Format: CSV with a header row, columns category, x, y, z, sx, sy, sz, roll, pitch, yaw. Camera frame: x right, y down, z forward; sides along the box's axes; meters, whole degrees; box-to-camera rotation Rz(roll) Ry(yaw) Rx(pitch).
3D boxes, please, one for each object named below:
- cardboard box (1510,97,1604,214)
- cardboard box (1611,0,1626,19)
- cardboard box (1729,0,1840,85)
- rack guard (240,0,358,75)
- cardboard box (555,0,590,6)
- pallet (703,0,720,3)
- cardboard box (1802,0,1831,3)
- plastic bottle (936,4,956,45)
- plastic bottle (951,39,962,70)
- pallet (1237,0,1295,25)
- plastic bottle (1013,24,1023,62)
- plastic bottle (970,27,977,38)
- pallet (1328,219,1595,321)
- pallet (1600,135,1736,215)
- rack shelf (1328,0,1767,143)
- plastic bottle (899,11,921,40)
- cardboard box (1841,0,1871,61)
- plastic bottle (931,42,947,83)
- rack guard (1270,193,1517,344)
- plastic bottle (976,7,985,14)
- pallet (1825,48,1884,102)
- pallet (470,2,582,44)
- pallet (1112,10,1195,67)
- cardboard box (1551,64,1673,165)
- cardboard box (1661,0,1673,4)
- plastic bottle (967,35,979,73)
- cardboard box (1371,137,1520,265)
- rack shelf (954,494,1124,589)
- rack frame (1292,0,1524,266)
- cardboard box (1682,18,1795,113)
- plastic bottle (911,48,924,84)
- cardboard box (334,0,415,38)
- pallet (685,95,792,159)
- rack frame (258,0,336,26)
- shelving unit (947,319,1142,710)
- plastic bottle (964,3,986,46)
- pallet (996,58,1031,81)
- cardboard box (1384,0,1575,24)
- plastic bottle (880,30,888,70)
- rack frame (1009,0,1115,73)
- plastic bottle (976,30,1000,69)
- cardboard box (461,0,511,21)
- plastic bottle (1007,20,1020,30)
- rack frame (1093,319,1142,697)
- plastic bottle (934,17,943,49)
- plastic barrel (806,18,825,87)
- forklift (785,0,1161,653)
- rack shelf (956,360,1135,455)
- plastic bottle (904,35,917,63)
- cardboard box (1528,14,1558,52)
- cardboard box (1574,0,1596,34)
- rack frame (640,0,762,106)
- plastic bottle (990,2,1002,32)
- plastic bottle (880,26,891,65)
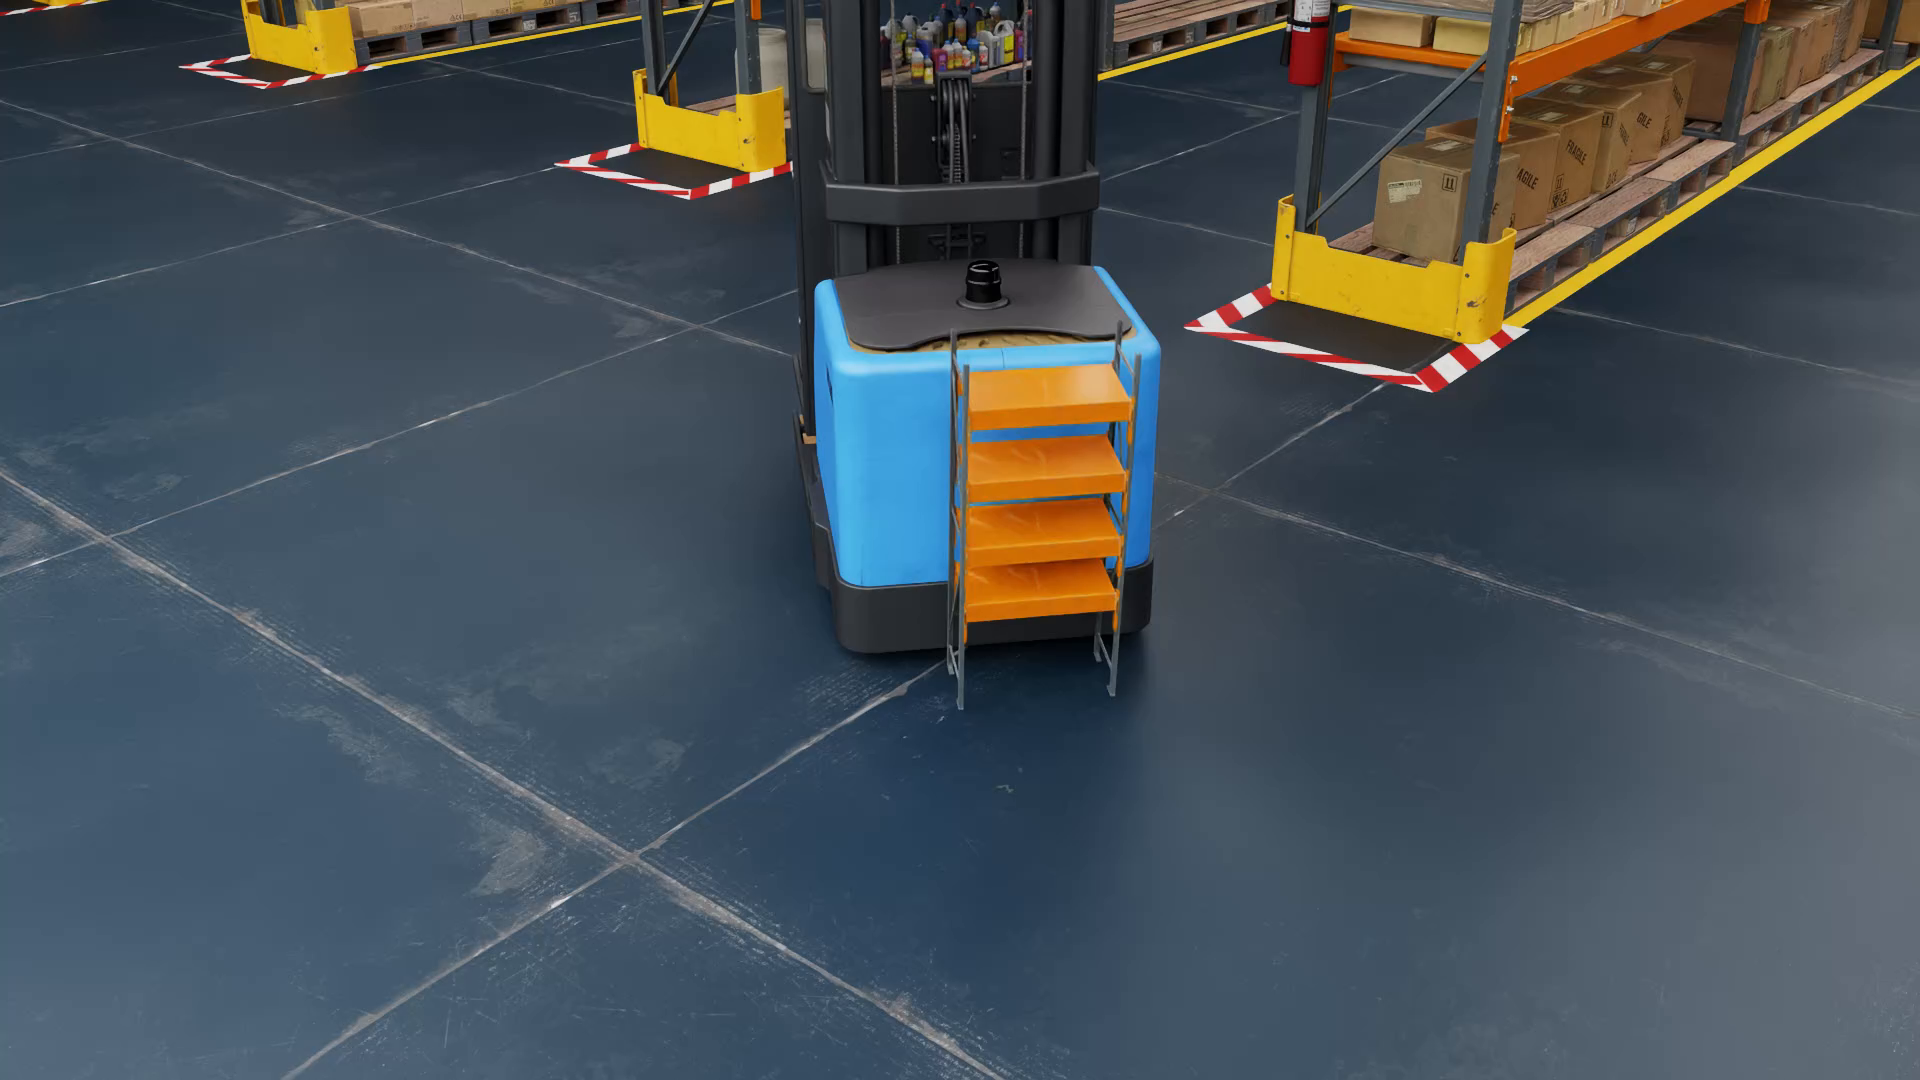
category,x,y,z,sx,sy,sz,roll,pitch,yaw
cardboard box,3.292,-2.208,9.516,0.500,0.500,0.500,25,36,39
cardboard box,3.271,-2.841,8.751,0.380,0.149,0.250,21,34,34
cardboard box,6.095,-3.751,12.478,0.700,0.500,0.500,24,36,38
rack guard,-5.541,-4.254,13.929,1.175,0.500,0.348,21,34,34
cardboard box,-3.740,-5.172,15.519,0.500,0.250,0.500,21,34,34
pallet,-2.543,-5.825,17.281,1.003,0.211,1.213,21,34,34
cardboard box,6.472,-4.294,12.711,0.500,0.250,0.500,-24,36,-38
plastic bottle,-0.116,-4.129,13.371,0.144,0.351,0.185,19,33,32
plastic bottle,-0.031,-3.616,12.466,0.097,0.271,0.097,0,27,0
pallet,2.860,-5.258,16.185,1.003,0.211,1.213,21,34,34
plastic bottle,0.457,-3.880,12.964,0.061,0.283,0.133,23,35,38
plastic bottle,0.134,-3.810,12.828,0.061,0.283,0.133,21,34,34
pallet,2.708,-1.542,9.002,1.003,0.211,1.213,21,34,34
pallet,4.260,-2.408,10.674,1.003,0.211,1.213,21,34,34
rack shelf,3.388,-2.866,9.308,1.077,0.370,4.000,21,34,34
plastic bottle,-0.386,-3.978,13.080,0.144,0.351,0.185,20,34,34
cardboard box,6.793,-4.155,13.258,0.700,0.500,0.500,19,33,32
plastic bottle,-0.154,-3.540,12.305,0.061,0.283,0.133,21,34,35
rack guard,2.164,-1.393,8.399,1.175,0.500,0.348,21,34,34
plastic bottle,0.113,-4.220,13.629,0.152,0.276,0.135,22,35,36
pallet,6.706,-3.798,13.361,1.003,0.211,1.213,21,34,34
pallet,-4.296,-4.848,15.392,1.003,0.211,1.213,21,34,34
pallet,1.308,-4.393,14.513,1.003,0.211,1.213,21,34,34
cardboard box,4.016,-2.635,10.343,0.500,0.500,0.500,-16,31,-28
cardboard box,3.785,-3.093,9.238,0.380,0.149,0.250,21,34,34
plastic bottle,0.098,-3.688,12.605,0.097,0.271,0.097,0,27,0
cardboard box,2.526,-1.769,8.669,0.500,0.500,0.500,-21,34,-35
rack shelf,0.232,0.002,5.064,0.480,0.148,0.258,-4,33,-8
rack frame,2.116,-2.476,7.772,1.000,3.000,0.127,21,34,34
cardboard box,5.385,-3.355,11.712,0.700,0.500,0.500,21,34,34
plastic bottle,-0.312,-3.459,12.163,0.097,0.271,0.097,0,27,0
cardboard box,-5.013,-4.463,14.149,0.500,0.250,0.500,21,34,34
pallet,-1.173,-3.013,11.844,1.003,0.211,1.213,21,34,34
rack frame,-5.526,-5.373,13.371,1.000,3.000,0.127,21,34,34
shelving unit,0.233,-0.055,5.028,0.503,1.200,0.258,-4,33,-8
plastic bottle,0.116,-4.154,13.419,0.144,0.351,0.185,21,34,34
pallet,0.379,-3.878,13.516,1.003,0.211,1.213,21,34,34
cardboard box,2.487,-2.840,8.042,0.875,0.500,0.500,21,34,34
plastic bottle,-0.612,-3.743,12.697,0.061,0.283,0.133,21,34,34
rack frame,0.838,-5.342,13.312,1.000,3.000,0.127,21,34,34
plastic bottle,0.217,-3.776,12.770,0.152,0.276,0.135,21,34,35
cardboard box,-4.380,-4.819,14.836,0.500,0.250,0.500,21,34,34
plastic bottle,0.398,-3.982,13.167,0.152,0.276,0.135,21,34,34
rack frame,0.474,-0.073,5.063,0.015,1.200,0.240,-4,33,-8
plastic bottle,-0.180,-4.031,13.268,0.097,0.271,0.097,0,27,0
plastic barrel,-1.028,-3.439,11.883,0.421,0.512,0.421,0,27,0
forklift,-0.096,-1.588,6.129,1.130,2.935,3.031,-4,28,-8
rack shelf,0.238,-0.387,4.818,0.480,0.148,0.258,-4,33,-8
plastic bottle,-0.383,-3.826,12.949,0.097,0.201,0.097,0,27,0
cardboard box,2.655,-2.479,8.051,0.380,0.149,0.250,21,34,34
cardboard box,2.968,-2.658,8.397,0.380,0.149,0.250,21,34,34
rack frame,-1.706,-3.924,10.570,1.000,3.000,0.127,21,34,34
plastic bottle,0.297,-4.341,13.867,0.097,0.271,0.097,0,27,0
plastic bottle,-0.607,-3.819,12.854,0.152,0.276,0.135,20,33,33
